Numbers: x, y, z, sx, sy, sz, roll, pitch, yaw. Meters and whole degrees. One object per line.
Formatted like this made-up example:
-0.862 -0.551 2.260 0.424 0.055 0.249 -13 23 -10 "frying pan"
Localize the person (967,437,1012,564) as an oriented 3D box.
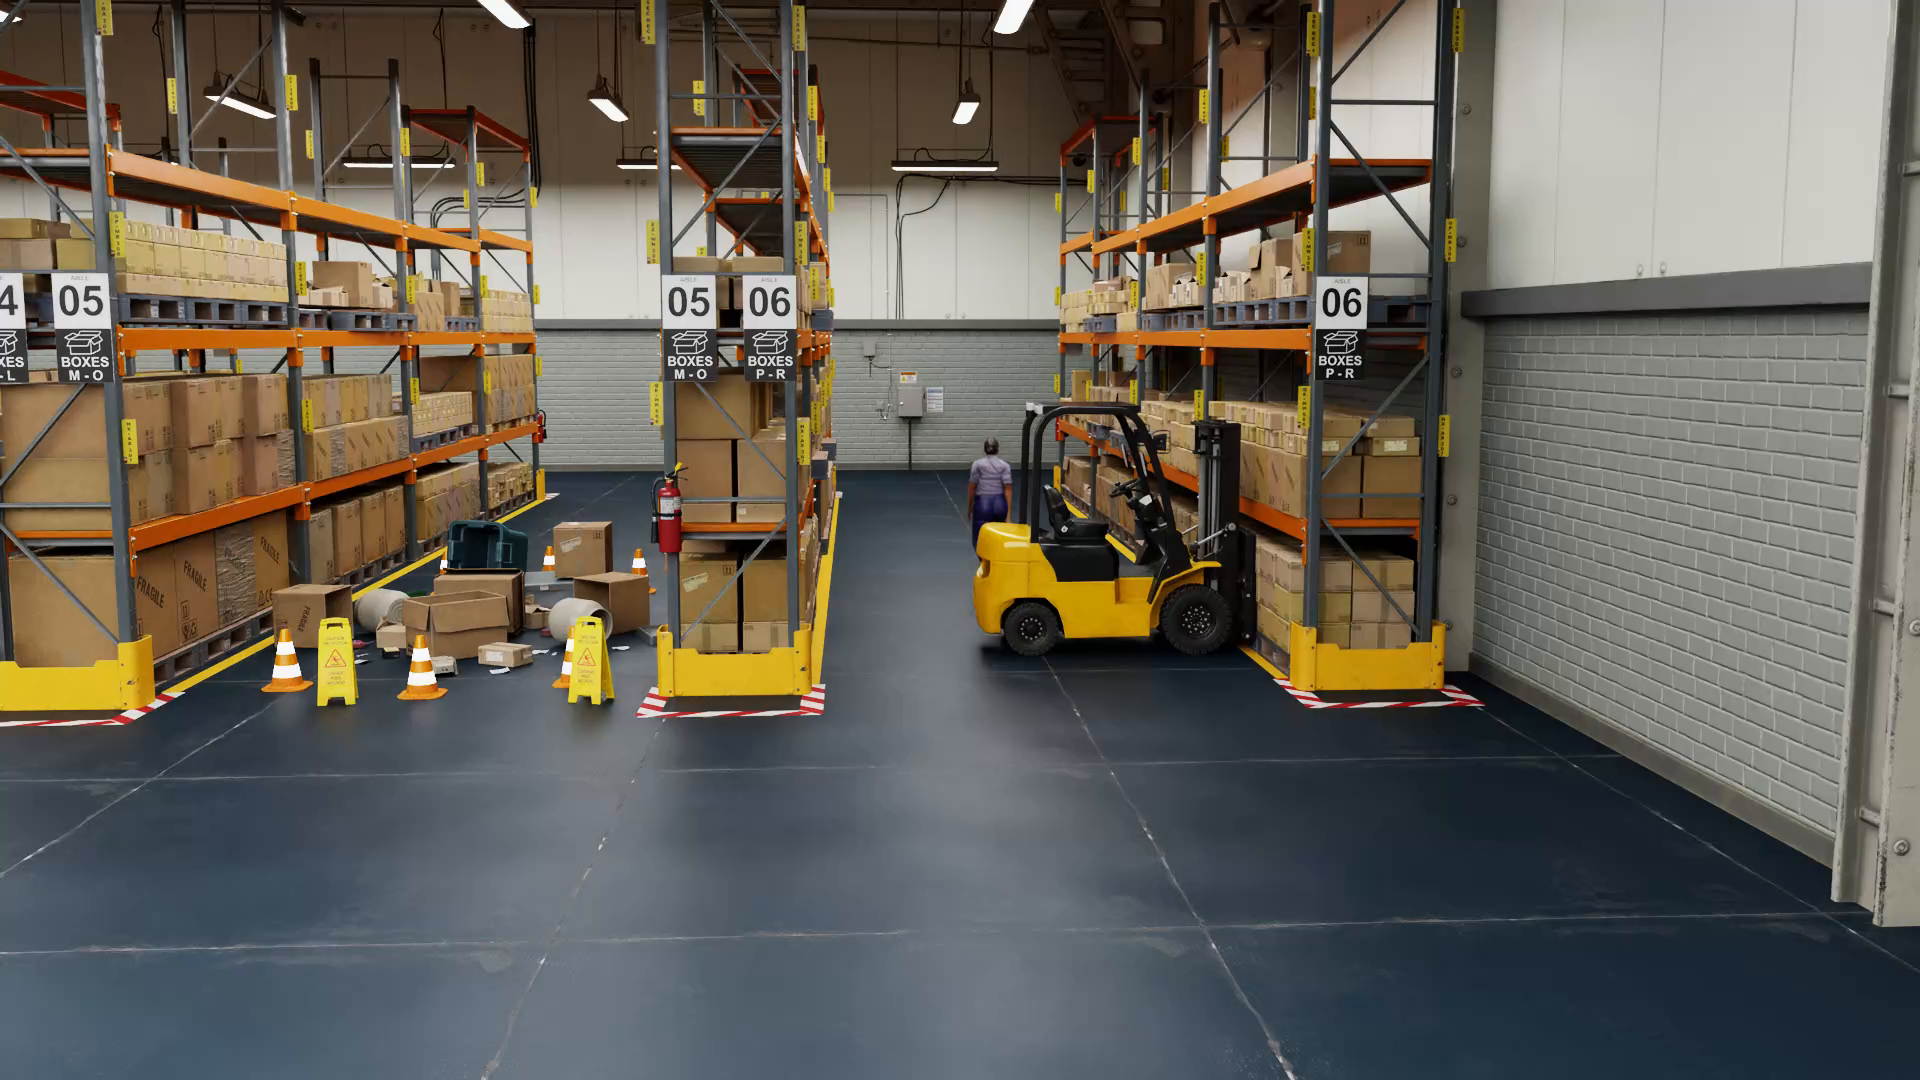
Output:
0.340 -0.339 18.496 0.479 1.603 0.899 -1 7 -11 "person"
